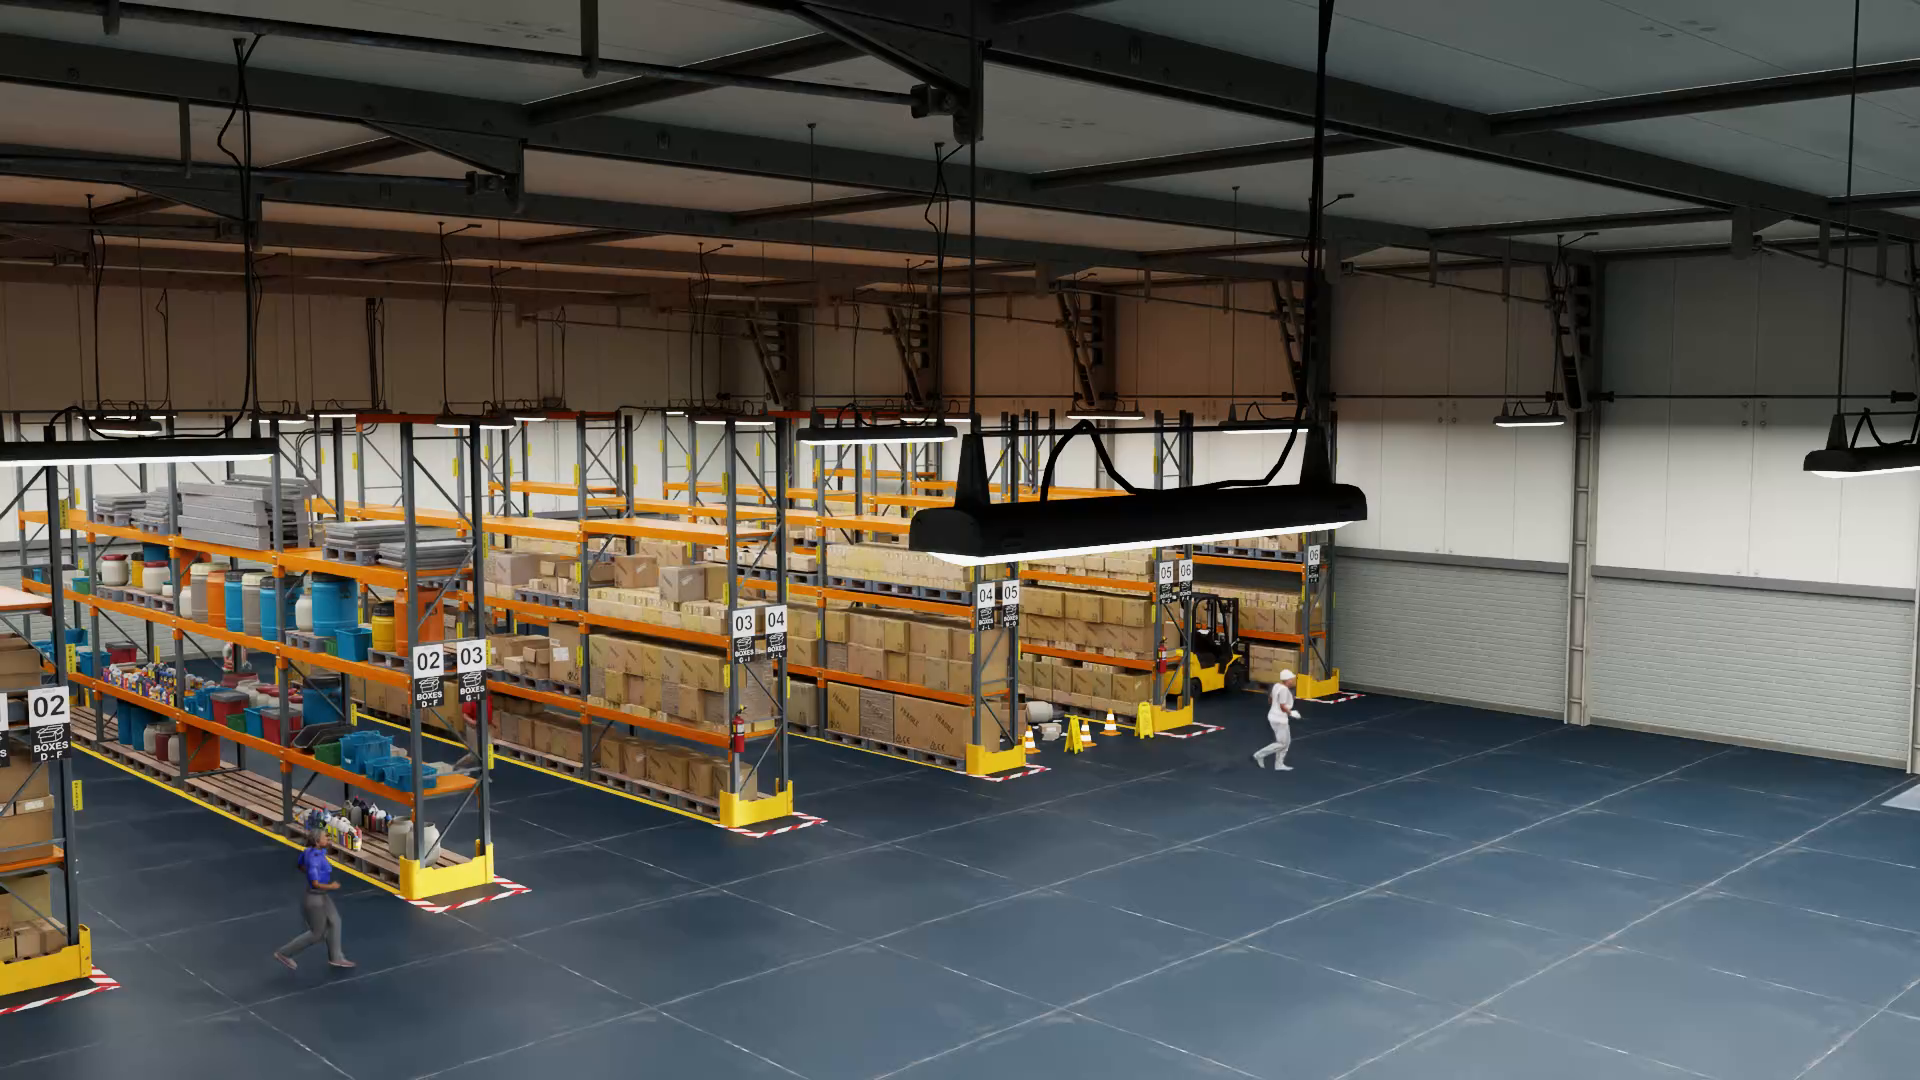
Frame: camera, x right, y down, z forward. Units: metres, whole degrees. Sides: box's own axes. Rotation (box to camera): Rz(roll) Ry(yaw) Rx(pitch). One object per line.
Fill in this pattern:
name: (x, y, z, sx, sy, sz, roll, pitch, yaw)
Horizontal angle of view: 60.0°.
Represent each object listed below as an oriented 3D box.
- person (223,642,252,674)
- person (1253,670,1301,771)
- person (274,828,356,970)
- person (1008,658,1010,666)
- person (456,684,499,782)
person: (-14.496, 2.604, 33.376, 0.798, 1.673, 0.694, 3, 6, 30)
person: (5.331, 3.045, 28.030, 0.782, 1.732, 0.684, 0, 5, 2)
person: (-7.065, 3.963, 18.187, 0.835, 1.652, 0.615, -2, 5, -25)
person: (0.842, 2.194, 38.495, 0.861, 1.579, 0.606, 4, 6, 38)
person: (-7.940, 3.139, 27.300, 0.775, 1.678, 0.659, 4, 6, 35)
